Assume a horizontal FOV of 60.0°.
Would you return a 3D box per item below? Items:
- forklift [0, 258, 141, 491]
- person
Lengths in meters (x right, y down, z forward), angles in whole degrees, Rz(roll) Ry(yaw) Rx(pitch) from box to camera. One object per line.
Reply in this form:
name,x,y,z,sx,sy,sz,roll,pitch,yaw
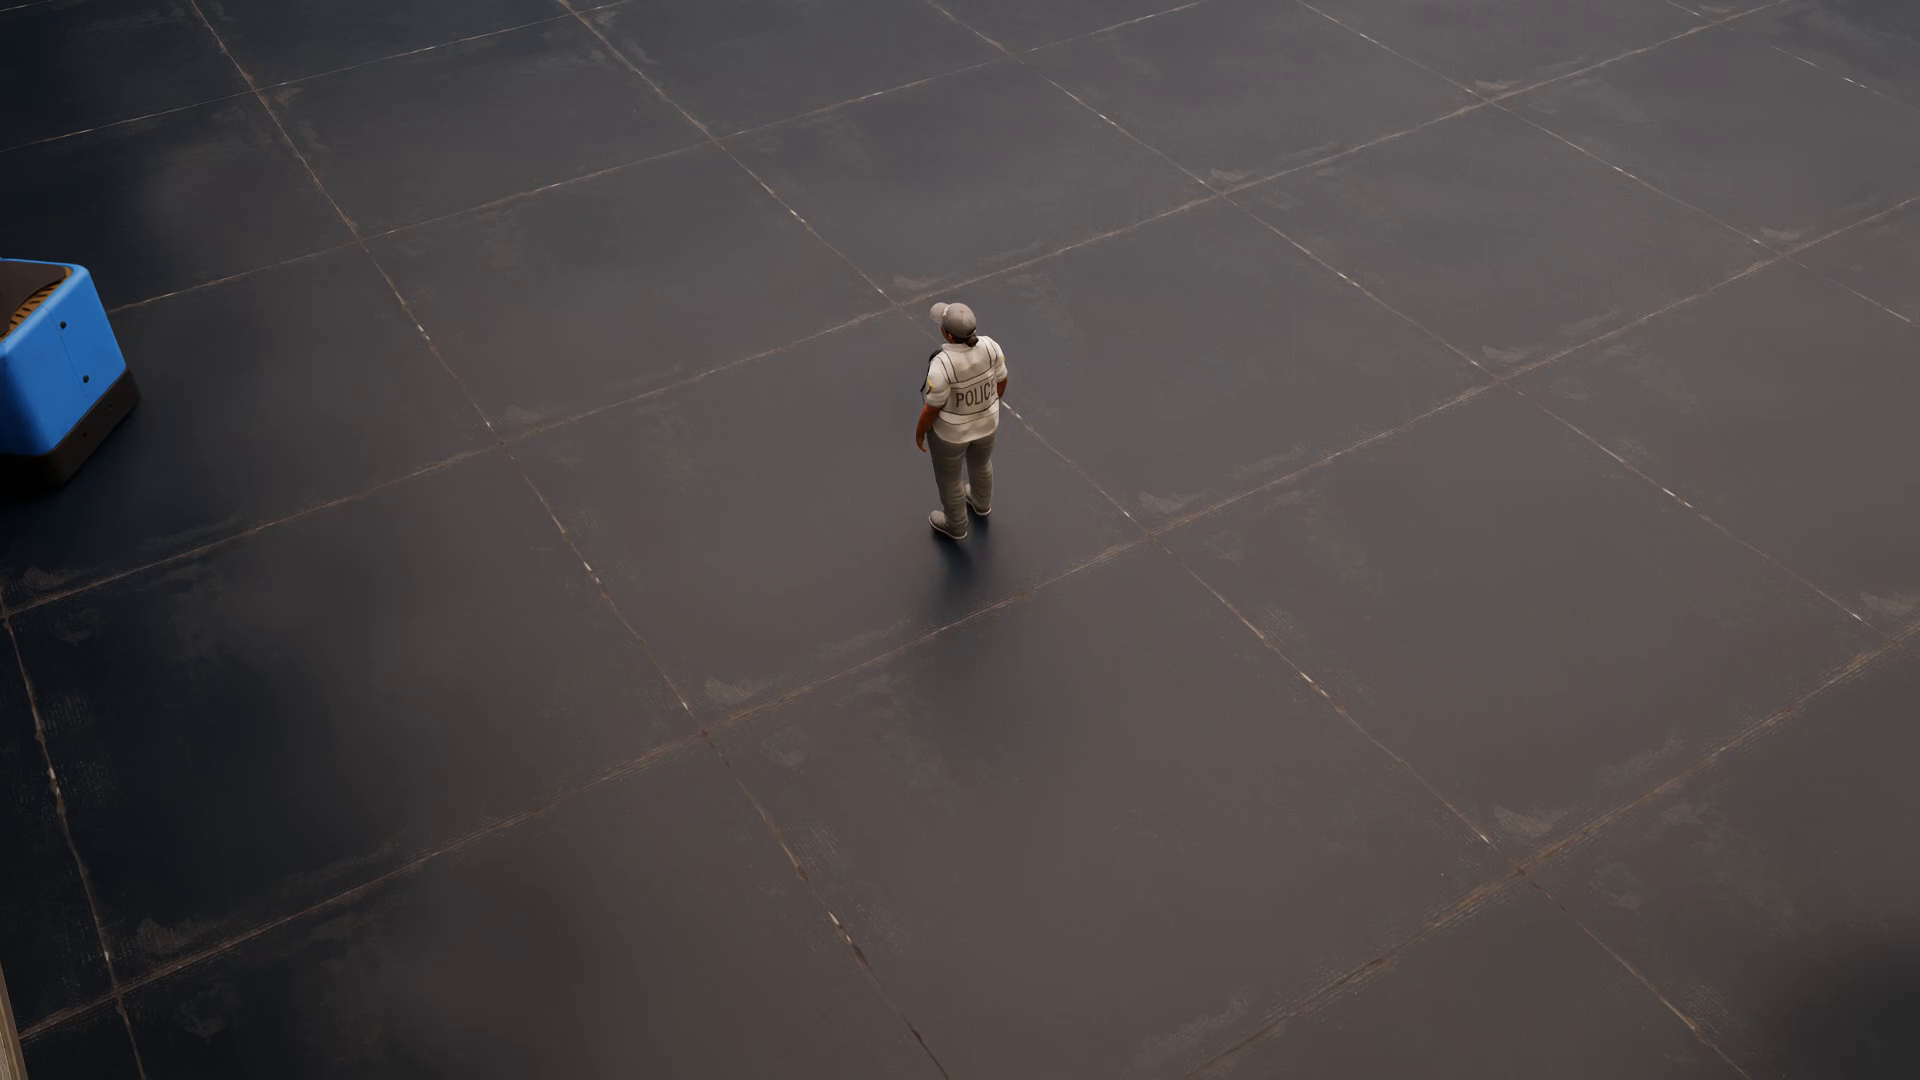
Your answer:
forklift,-7.020,-1.859,9.998,3.031,2.935,1.130,6,41,7
person,-0.022,-0.713,9.577,0.598,1.670,0.529,-23,46,-24
